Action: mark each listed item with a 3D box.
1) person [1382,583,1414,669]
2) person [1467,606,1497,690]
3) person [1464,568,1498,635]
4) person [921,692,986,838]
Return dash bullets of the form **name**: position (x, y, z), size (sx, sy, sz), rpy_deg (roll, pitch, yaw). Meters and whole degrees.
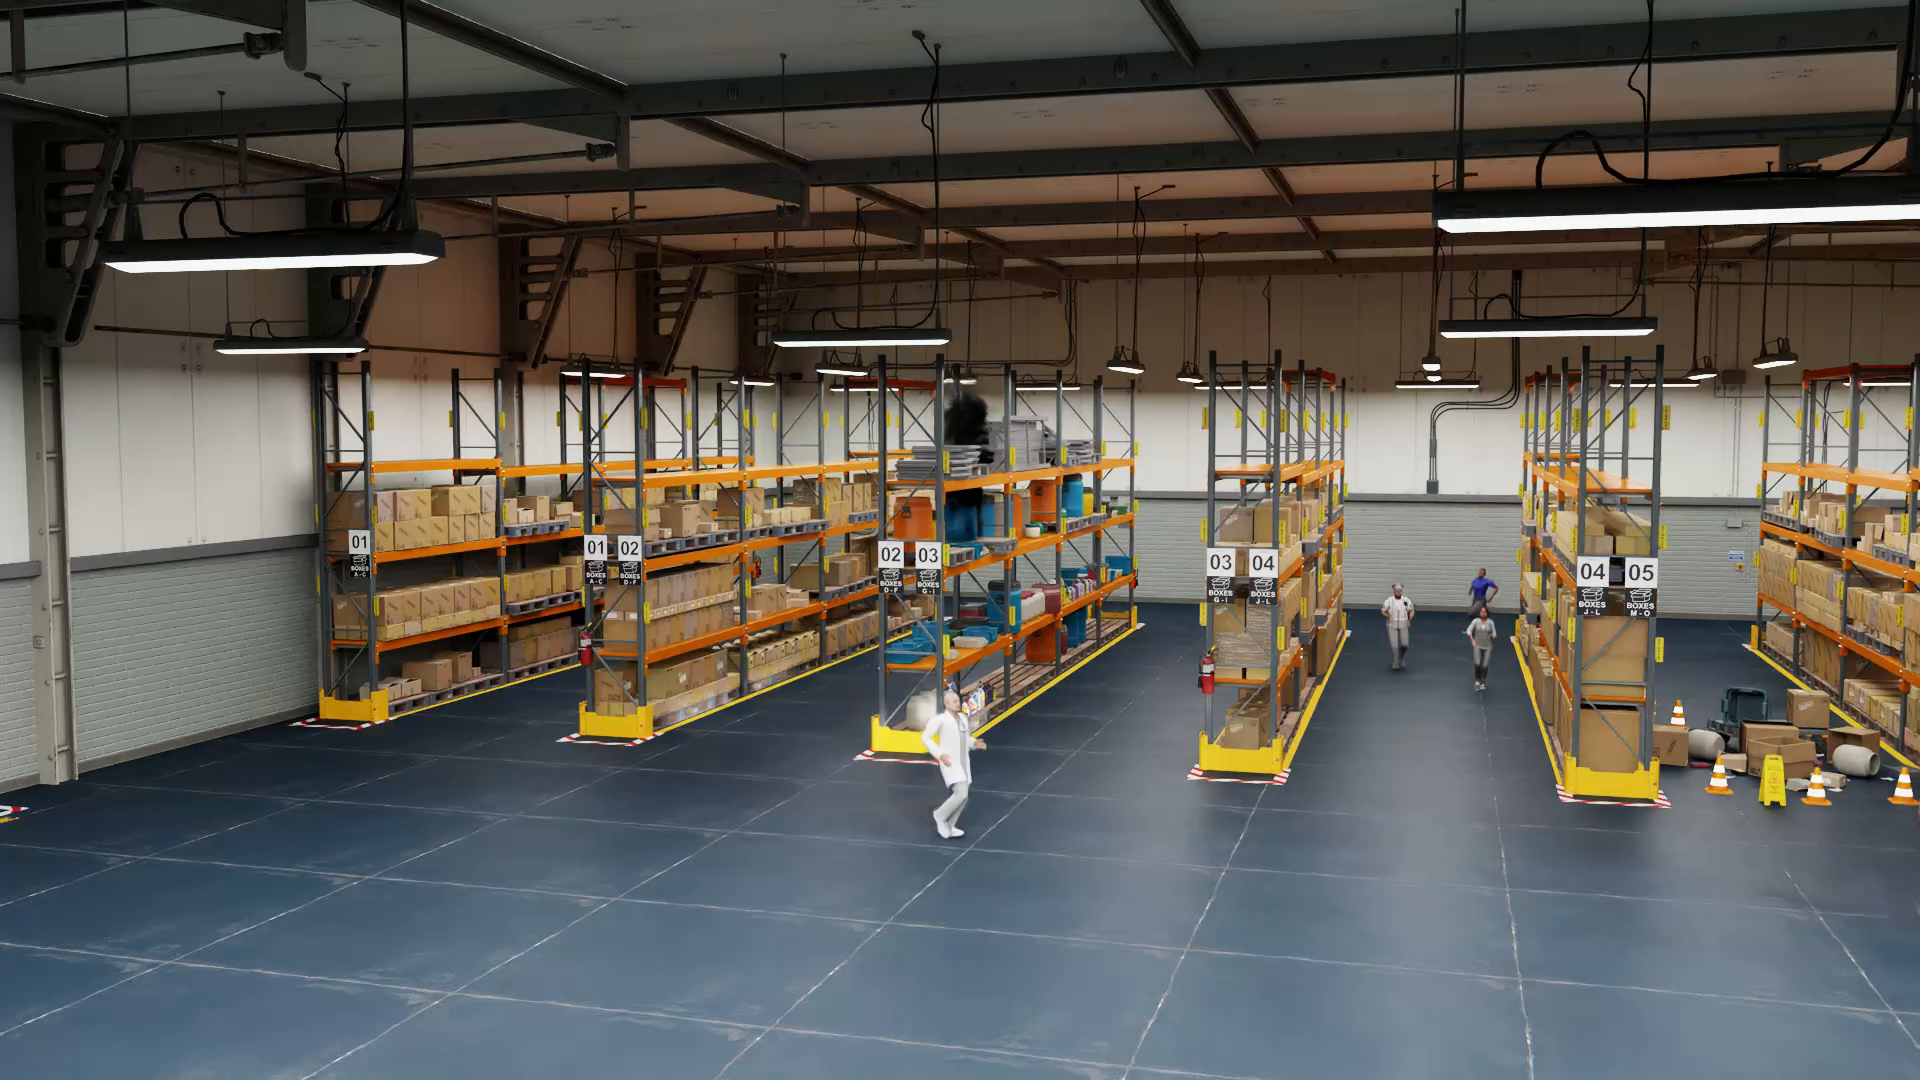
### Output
- **person**: position (8.827, 1.734, 33.484), size (0.652, 1.737, 0.602), rpy_deg (1, 4, 10)
- **person**: position (9.650, 2.010, 30.739), size (0.522, 1.569, 0.592), rpy_deg (1, 4, 13)
- **person**: position (12.157, 1.460, 38.821), size (0.731, 1.618, 0.730), rpy_deg (-2, 4, -24)
- **person**: position (-0.027, 2.734, 19.895), size (0.642, 1.683, 0.694), rpy_deg (3, 5, 38)
